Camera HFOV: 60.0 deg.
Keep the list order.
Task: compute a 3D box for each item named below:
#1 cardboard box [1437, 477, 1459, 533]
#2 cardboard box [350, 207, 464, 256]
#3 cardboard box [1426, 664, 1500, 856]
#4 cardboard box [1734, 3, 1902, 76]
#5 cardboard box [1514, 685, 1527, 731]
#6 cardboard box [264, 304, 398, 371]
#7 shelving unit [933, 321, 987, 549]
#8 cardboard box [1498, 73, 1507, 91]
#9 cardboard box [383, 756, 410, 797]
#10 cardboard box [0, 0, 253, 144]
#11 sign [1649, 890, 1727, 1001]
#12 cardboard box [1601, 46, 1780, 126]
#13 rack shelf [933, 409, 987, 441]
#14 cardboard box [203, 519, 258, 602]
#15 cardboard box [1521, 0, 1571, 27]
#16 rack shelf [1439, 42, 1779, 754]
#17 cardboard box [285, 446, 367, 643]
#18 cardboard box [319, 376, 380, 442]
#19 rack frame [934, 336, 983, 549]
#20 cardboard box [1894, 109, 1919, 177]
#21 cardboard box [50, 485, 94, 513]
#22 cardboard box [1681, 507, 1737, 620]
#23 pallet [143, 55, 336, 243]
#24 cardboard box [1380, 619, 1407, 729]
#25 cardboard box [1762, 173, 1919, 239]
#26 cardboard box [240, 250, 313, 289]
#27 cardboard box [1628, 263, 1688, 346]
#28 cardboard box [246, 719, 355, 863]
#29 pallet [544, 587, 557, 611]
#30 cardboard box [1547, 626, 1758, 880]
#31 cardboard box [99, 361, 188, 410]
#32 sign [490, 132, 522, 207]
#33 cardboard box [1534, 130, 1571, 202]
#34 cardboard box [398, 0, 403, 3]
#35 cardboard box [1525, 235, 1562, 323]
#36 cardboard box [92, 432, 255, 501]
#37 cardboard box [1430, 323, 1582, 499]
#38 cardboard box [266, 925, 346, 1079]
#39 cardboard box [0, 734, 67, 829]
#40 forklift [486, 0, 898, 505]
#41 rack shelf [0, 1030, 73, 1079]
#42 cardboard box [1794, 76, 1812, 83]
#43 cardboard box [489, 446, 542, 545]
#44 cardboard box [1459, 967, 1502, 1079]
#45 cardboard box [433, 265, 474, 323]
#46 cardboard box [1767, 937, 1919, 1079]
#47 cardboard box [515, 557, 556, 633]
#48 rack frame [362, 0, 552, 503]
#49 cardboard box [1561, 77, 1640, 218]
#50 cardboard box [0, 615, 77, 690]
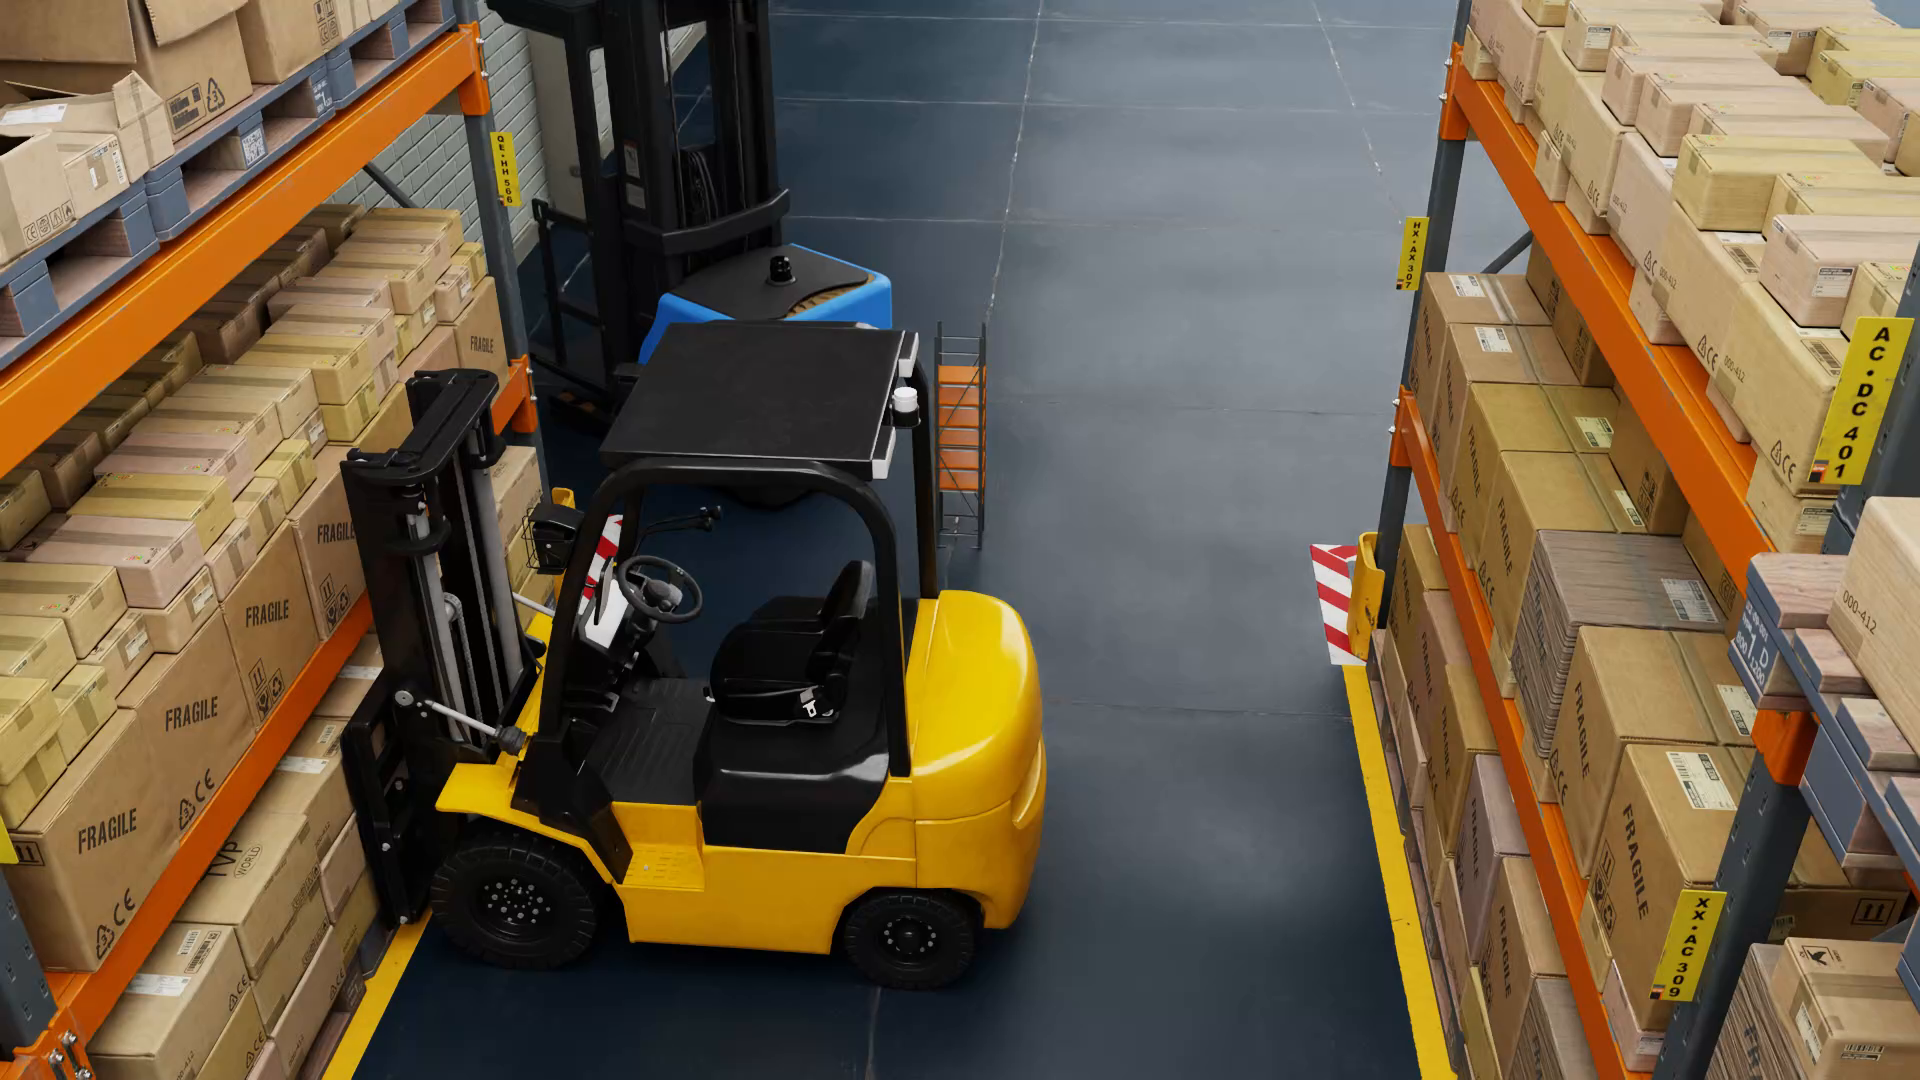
[{"bbox_3d":[2.046,-0.142,6.361,0.380,0.149,0.250,3,32,5],"label":"cardboard box"},{"bbox_3d":[-2.311,-1.276,6.964,0.380,0.149,0.250,3,32,4],"label":"cardboard box"},{"bbox_3d":[2.026,0.814,6.076,0.500,0.500,0.500,3,32,5],"label":"cardboard box"},{"bbox_3d":[2.514,-1.476,4.906,0.380,0.149,0.250,2,32,3],"label":"cardboard box"},{"bbox_3d":[1.982,0.537,5.259,0.380,0.149,0.250,2,32,3],"label":"cardboard box"},{"bbox_3d":[-2.299,-0.740,6.094,0.380,0.149,0.250,3,32,5],"label":"cardboard box"},{"bbox_3d":[0.001,-0.518,8.447,0.258,1.200,0.189,2,32,4],"label":"shelving unit"},{"bbox_3d":[2.173,-1.686,6.007,0.380,0.149,0.250,1,32,2],"label":"cardboard box"},{"bbox_3d":[-2.337,0.814,6.314,0.500,0.250,0.500,2,32,4],"label":"cardboard box"},{"bbox_3d":[-2.554,-1.492,4.858,0.797,0.503,0.637,3,32,6],"label":"cardboard box"},{"bbox_3d":[1.589,0.887,3.626,0.100,0.325,0.005,2,32,4],"label":"sign"},{"bbox_3d":[1.969,-1.224,4.498,0.380,0.149,0.250,3,32,5],"label":"cardboard box"},{"bbox_3d":[0.001,-0.583,8.408,0.258,0.103,0.180,2,32,4],"label":"rack shelf"},{"bbox_3d":[-2.400,0.055,5.088,0.380,0.149,0.250,2,32,3],"label":"cardboard box"},{"bbox_3d":[2.042,-1.760,5.368,0.380,0.149,0.250,2,32,4],"label":"cardboard box"},{"bbox_3d":[2.293,-0.742,4.921,1.077,0.370,4.000,2,32,4],"label":"rack shelf"},{"bbox_3d":[-2.393,0.001,5.793,0.500,0.500,0.500,3,32,4],"label":"cardboard box"},{"bbox_3d":[-2.321,-0.480,5.957,0.380,0.149,0.250,3,32,4],"label":"cardboard box"},{"bbox_3d":[-0.006,-0.471,8.370,0.240,1.200,0.006,2,32,4],"label":"rack frame"},{"bbox_3d":[2.521,-0.928,4.018,0.380,0.149,0.250,1,32,2],"label":"cardboard box"},{"bbox_3d":[-2.947,-0.108,5.353,0.380,0.149,0.250,2,32,3],"label":"cardboard box"},{"bbox_3d":[2.513,-0.068,4.670,0.700,0.500,0.500,2,32,3],"label":"cardboard box"},{"bbox_3d":[-2.672,-1.258,5.157,1.003,0.211,1.213,2,32,4],"label":"pallet"},{"bbox_3d":[2.114,0.585,7.162,0.500,0.250,0.500,2,32,4],"label":"cardboard box"},{"bbox_3d":[1.993,-0.681,3.617,0.380,0.149,0.250,3,32,5],"label":"cardboard box"},{"bbox_3d":[-2.794,-1.032,6.568,0.380,0.149,0.250,3,32,5],"label":"cardboard box"},{"bbox_3d":[1.950,-0.611,4.262,0.380,0.149,0.250,3,32,5],"label":"cardboard box"},{"bbox_3d":[-2.385,0.864,5.757,0.500,0.250,0.500,3,32,6],"label":"cardboard box"},{"bbox_3d":[-2.512,0.562,7.637,1.003,0.211,1.213,2,32,4],"label":"pallet"},{"bbox_3d":[1.953,0.593,4.549,0.500,0.500,0.500,3,32,6],"label":"cardboard box"},{"bbox_3d":[-2.887,-0.498,5.702,0.380,0.149,0.250,3,32,4],"label":"cardboard box"},{"bbox_3d":[-1.952,-1.590,7.142,0.100,0.325,0.005,2,32,4],"label":"sign"},{"bbox_3d":[2.004,-1.151,5.140,0.380,0.149,0.250,3,32,5],"label":"cardboard box"},{"bbox_3d":[-2.285,-2.326,6.215,0.500,0.500,0.500,3,32,6],"label":"cardboard box"},{"bbox_3d":[2.632,-1.135,6.401,0.700,0.500,0.500,2,32,3],"label":"cardboard box"},{"bbox_3d":[-2.470,-0.212,5.237,0.380,0.149,0.250,2,32,4],"label":"cardboard box"},{"bbox_3d":[2.102,-0.479,6.289,0.500,0.500,0.500,3,32,5],"label":"cardboard box"},{"bbox_3d":[-2.422,1.552,5.594,0.500,0.250,0.500,2,32,3],"label":"cardboard box"},{"bbox_3d":[-2.529,0.591,4.219,0.380,0.149,0.250,2,32,3],"label":"cardboard box"},{"bbox_3d":[-1.804,-2.076,9.325,3.031,2.935,1.130,24,39,34],"label":"forklift"},{"bbox_3d":[-2.980,2.417,2.655,1.077,0.370,4.000,2,32,4],"label":"rack shelf"},{"bbox_3d":[2.603,-1.343,5.070,0.500,0.250,0.500,3,32,5],"label":"cardboard box"},{"bbox_3d":[-2.218,-0.207,7.494,0.500,0.250,0.500,3,32,6],"label":"cardboard box"},{"bbox_3d":[1.944,1.667,5.406,0.500,0.250,0.500,2,32,3],"label":"cardboard box"},{"bbox_3d":[-2.232,-1.017,6.828,0.380,0.149,0.250,3,32,5],"label":"cardboard box"},{"bbox_3d":[1.739,0.882,3.063,0.380,0.149,0.250,2,32,4],"label":"cardboard box"},{"bbox_3d":[-2.215,0.224,7.748,0.500,0.250,0.500,3,32,4],"label":"cardboard box"},{"bbox_3d":[-2.492,-1.027,7.557,1.000,3.000,0.127,2,32,4],"label":"rack frame"},{"bbox_3d":[2.020,-1.104,4.682,0.500,0.250,0.500,3,32,5],"label":"cardboard box"},{"bbox_3d":[-2.582,0.324,4.368,0.380,0.149,0.250,3,32,5],"label":"cardboard box"}]
